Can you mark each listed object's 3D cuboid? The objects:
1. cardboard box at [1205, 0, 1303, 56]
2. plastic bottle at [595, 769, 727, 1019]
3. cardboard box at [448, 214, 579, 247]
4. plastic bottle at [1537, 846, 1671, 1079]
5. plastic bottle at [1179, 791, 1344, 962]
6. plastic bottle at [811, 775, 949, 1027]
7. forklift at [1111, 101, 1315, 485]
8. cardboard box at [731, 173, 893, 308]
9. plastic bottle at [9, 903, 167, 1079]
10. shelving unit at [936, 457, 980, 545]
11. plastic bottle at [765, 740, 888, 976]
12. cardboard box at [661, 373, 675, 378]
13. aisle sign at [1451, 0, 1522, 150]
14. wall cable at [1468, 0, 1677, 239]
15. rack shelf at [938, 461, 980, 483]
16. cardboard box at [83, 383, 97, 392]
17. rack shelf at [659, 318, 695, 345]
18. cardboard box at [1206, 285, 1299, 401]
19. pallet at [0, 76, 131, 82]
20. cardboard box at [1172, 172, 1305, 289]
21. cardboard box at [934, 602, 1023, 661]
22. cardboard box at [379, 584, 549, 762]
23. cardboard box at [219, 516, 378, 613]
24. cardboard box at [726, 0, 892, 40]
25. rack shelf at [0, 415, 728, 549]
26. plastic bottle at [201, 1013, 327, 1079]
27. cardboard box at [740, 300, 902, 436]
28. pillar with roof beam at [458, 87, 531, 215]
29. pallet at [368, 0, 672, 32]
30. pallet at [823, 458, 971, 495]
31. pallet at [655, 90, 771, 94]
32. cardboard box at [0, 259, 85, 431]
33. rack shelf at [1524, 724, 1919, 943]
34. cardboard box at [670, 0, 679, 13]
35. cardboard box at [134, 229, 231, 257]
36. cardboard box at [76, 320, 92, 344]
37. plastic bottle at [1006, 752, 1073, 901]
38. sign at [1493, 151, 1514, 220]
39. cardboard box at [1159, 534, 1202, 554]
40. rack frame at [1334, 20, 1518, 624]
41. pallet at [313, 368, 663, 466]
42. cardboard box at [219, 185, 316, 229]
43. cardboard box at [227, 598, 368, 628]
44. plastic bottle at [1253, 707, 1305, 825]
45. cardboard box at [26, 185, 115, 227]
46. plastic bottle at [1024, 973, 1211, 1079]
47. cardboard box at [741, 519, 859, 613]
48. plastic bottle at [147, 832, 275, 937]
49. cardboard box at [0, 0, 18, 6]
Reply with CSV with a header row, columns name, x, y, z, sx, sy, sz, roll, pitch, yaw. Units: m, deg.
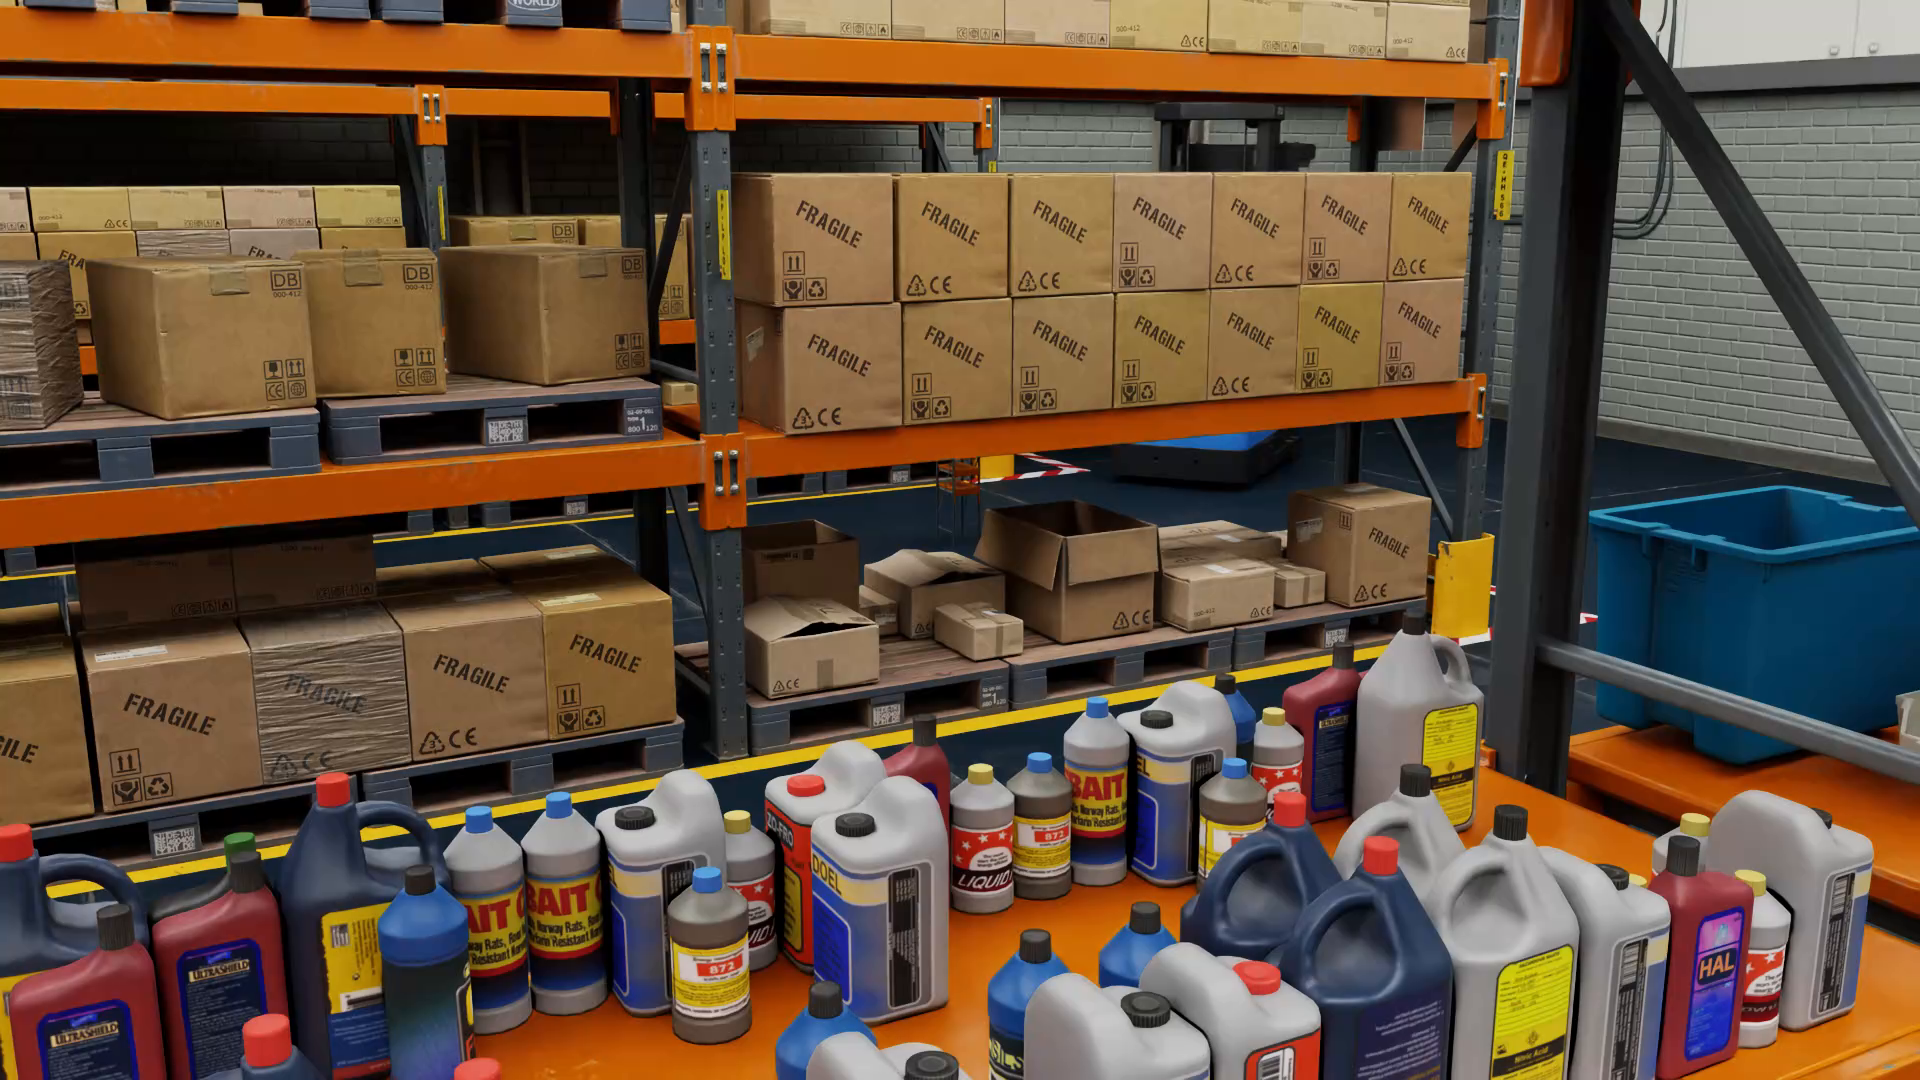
name,x,y,z,sx,sy,sz,roll,pitch,yaw
cardboard box,1.164,-2.274,7.393,0.500,0.250,0.500,-7,14,-28
plastic bottle,-0.380,0.439,2.110,0.135,0.276,0.152,-7,14,-28
cardboard box,-3.038,-1.828,11.218,0.700,0.700,0.980,-7,14,-27
plastic bottle,0.713,0.484,1.909,0.135,0.276,0.152,-7,14,-28
plastic bottle,0.344,0.457,1.860,0.185,0.351,0.144,-7,14,-28
plastic bottle,-0.104,0.444,2.088,0.135,0.276,0.152,-7,14,-28
forklift,2.175,-2.114,13.329,1.130,2.935,3.031,5,14,22
cardboard box,-0.597,-1.206,6.629,0.500,0.500,0.500,-6,14,-26
plastic bottle,-0.901,0.522,1.722,0.133,0.283,0.061,-7,14,-28
shelving unit,-0.013,-0.584,10.471,0.189,1.200,0.258,-7,14,-28
plastic bottle,-0.177,0.415,2.218,0.135,0.276,0.152,-7,14,-28
cardboard box,-2.124,-1.122,12.021,0.250,0.149,0.380,-7,14,-27
aisle sign,2.572,-2.311,8.125,0.004,0.787,0.394,-7,14,-28
wall cable,5.125,-3.987,14.901,0.112,2.526,3.097,-7,14,-28
rack shelf,-0.013,-0.423,10.507,0.180,0.103,0.258,-7,14,-28
cardboard box,-5.553,-0.506,9.966,0.750,0.750,0.750,-7,14,-28
rack shelf,-1.766,-1.487,12.025,4.000,0.370,1.077,-7,14,-28
cardboard box,1.209,-0.937,7.713,0.500,0.500,0.500,-7,14,-27
pallet,-5.513,-2.775,9.704,1.213,0.211,1.003,-6,14,-25
cardboard box,1.211,-1.422,7.593,0.500,0.500,0.500,-6,14,-26
cardboard box,0.081,0.399,7.457,0.250,0.166,0.380,-7,14,-28
cardboard box,-1.879,0.489,6.297,0.500,0.500,0.500,-7,14,-28
cardboard box,-2.564,0.074,6.430,0.500,0.250,0.500,-7,14,-28
cardboard box,-0.600,-2.067,6.473,0.500,0.250,0.500,-7,14,-28
rack shelf,-2.901,-0.112,5.915,4.000,0.370,1.077,-7,14,-28
plastic bottle,-0.583,0.566,1.375,0.185,0.351,0.144,-7,14,-28
cardboard box,-0.567,-0.724,6.765,0.500,0.500,0.500,-6,14,-26
pillar with roof beam,-1.259,-3.965,7.734,0.400,9.000,9.100,-7,14,-28
pallet,-1.751,-1.990,6.217,1.003,0.211,1.213,-7,14,-28
pallet,-0.675,-0.589,12.746,1.213,0.211,1.003,-7,14,-28
pallet,-1.729,-3.260,11.631,1.213,0.211,1.003,-7,14,-28
cardboard box,-3.263,-0.654,5.499,0.500,0.500,0.700,-4,13,-17
rack shelf,2.980,0.422,3.541,4.000,0.370,1.077,-7,14,-28
cardboard box,-1.883,-3.767,11.133,0.500,0.500,0.500,-7,14,-28
cardboard box,-4.694,-1.628,10.059,0.500,0.500,0.500,-7,14,-28
cardboard box,-5.292,-1.248,9.848,0.250,0.149,0.380,-7,14,-28
plastic bottle,0.115,0.409,2.412,0.097,0.201,0.097,0,13,0
sign,2.614,-1.704,7.994,0.005,0.325,0.100,-7,14,-28
cardboard box,0.875,0.140,8.415,0.500,0.250,0.500,-7,14,-28
rack frame,2.366,-1.094,8.641,0.127,3.000,1.000,-7,14,-28
pallet,-1.899,-0.517,6.512,1.213,0.211,1.003,-7,14,-28
cardboard box,-4.263,-2.047,10.215,0.500,0.250,0.500,-6,14,-27
cardboard box,-2.592,0.445,6.493,0.500,0.500,0.500,-7,14,-27
plastic bottle,0.489,0.364,2.611,0.097,0.201,0.097,0,13,0
cardboard box,-5.404,-2.035,10.162,0.500,0.250,0.500,-7,15,-29
plastic bottle,0.152,0.551,1.611,0.135,0.276,0.152,-7,14,-28
cardboard box,-0.781,0.217,7.506,0.500,0.500,0.500,-7,14,-28
plastic bottle,-0.853,0.481,1.908,0.133,0.283,0.061,-7,14,-28
cardboard box,-5.703,-3.118,9.568,0.500,0.500,0.700,-6,14,-25
